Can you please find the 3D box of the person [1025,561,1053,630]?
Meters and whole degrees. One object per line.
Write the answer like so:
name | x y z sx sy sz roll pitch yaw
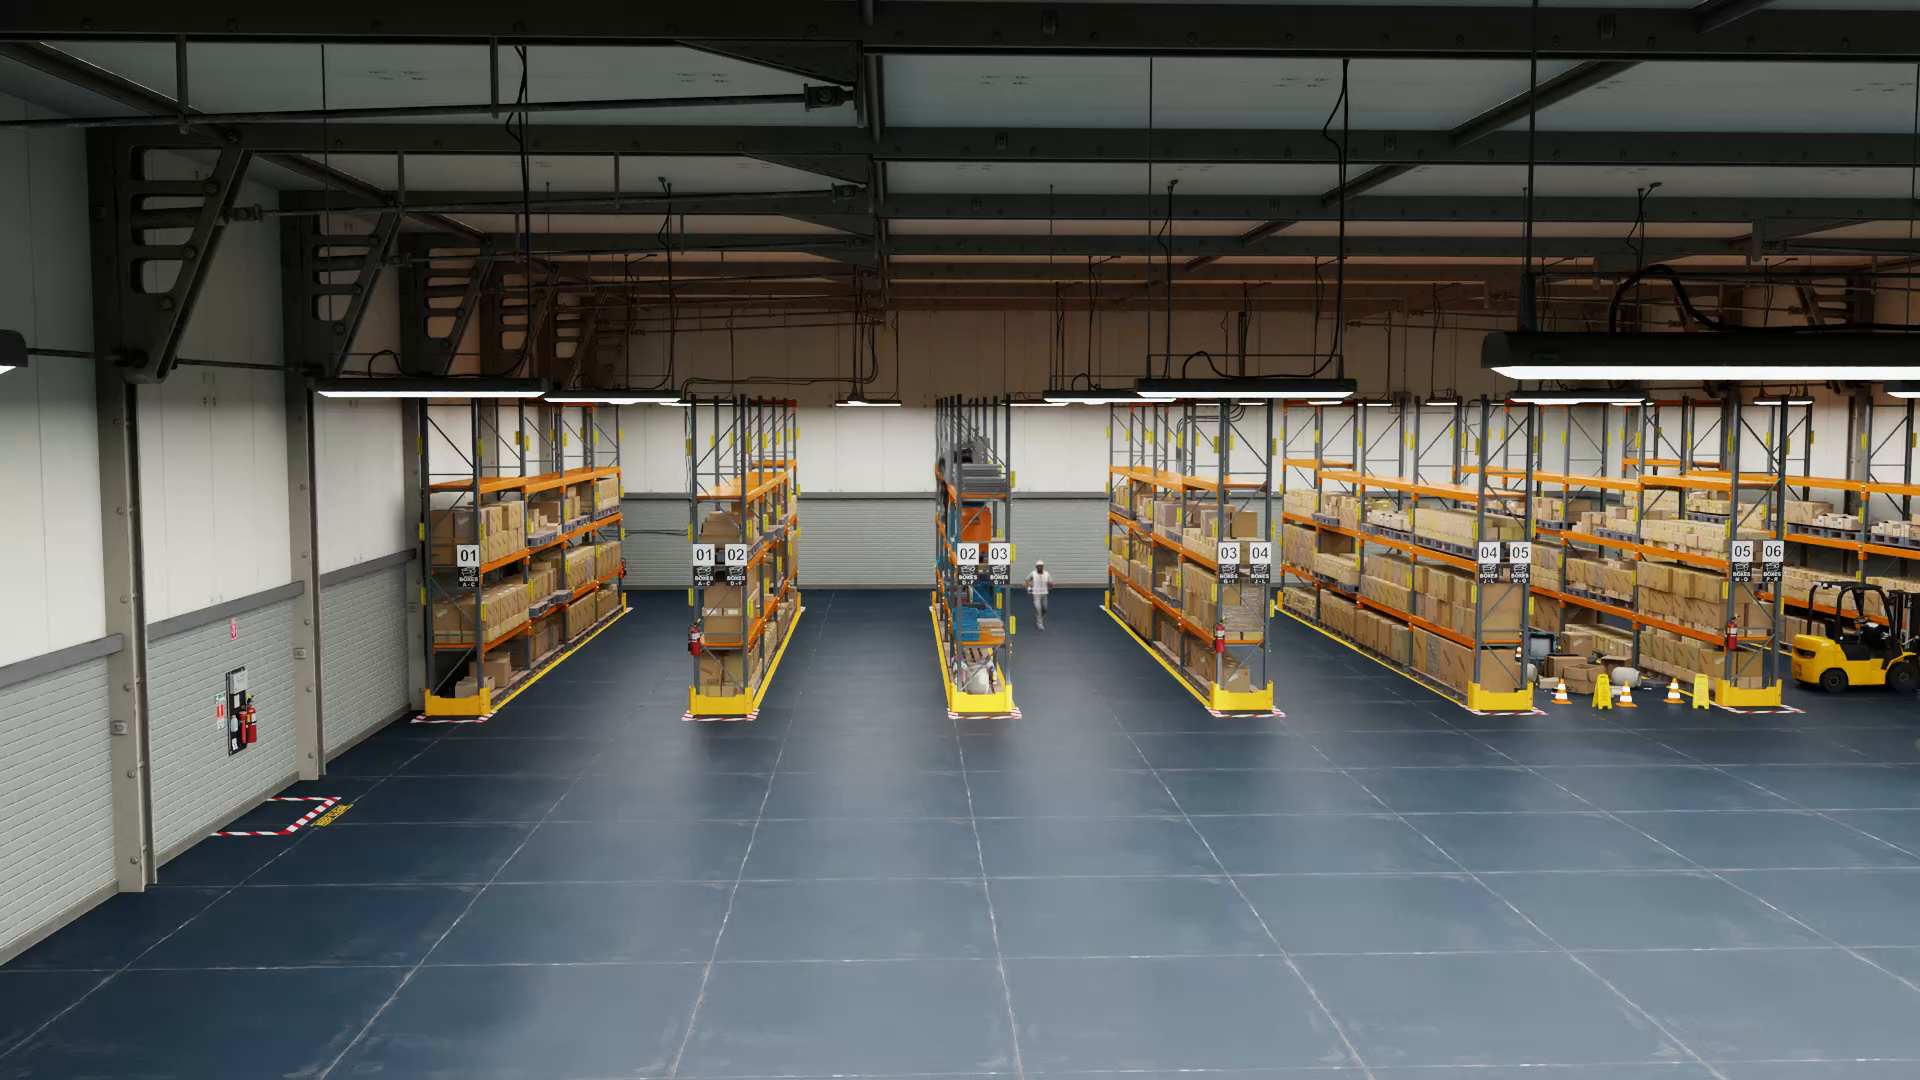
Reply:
person | 2.081 1.423 43.287 0.695 1.763 0.964 -1 5 -11

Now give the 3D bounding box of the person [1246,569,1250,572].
person | 7.200 1.568 41.492 0.710 1.745 0.968 -1 5 -8
